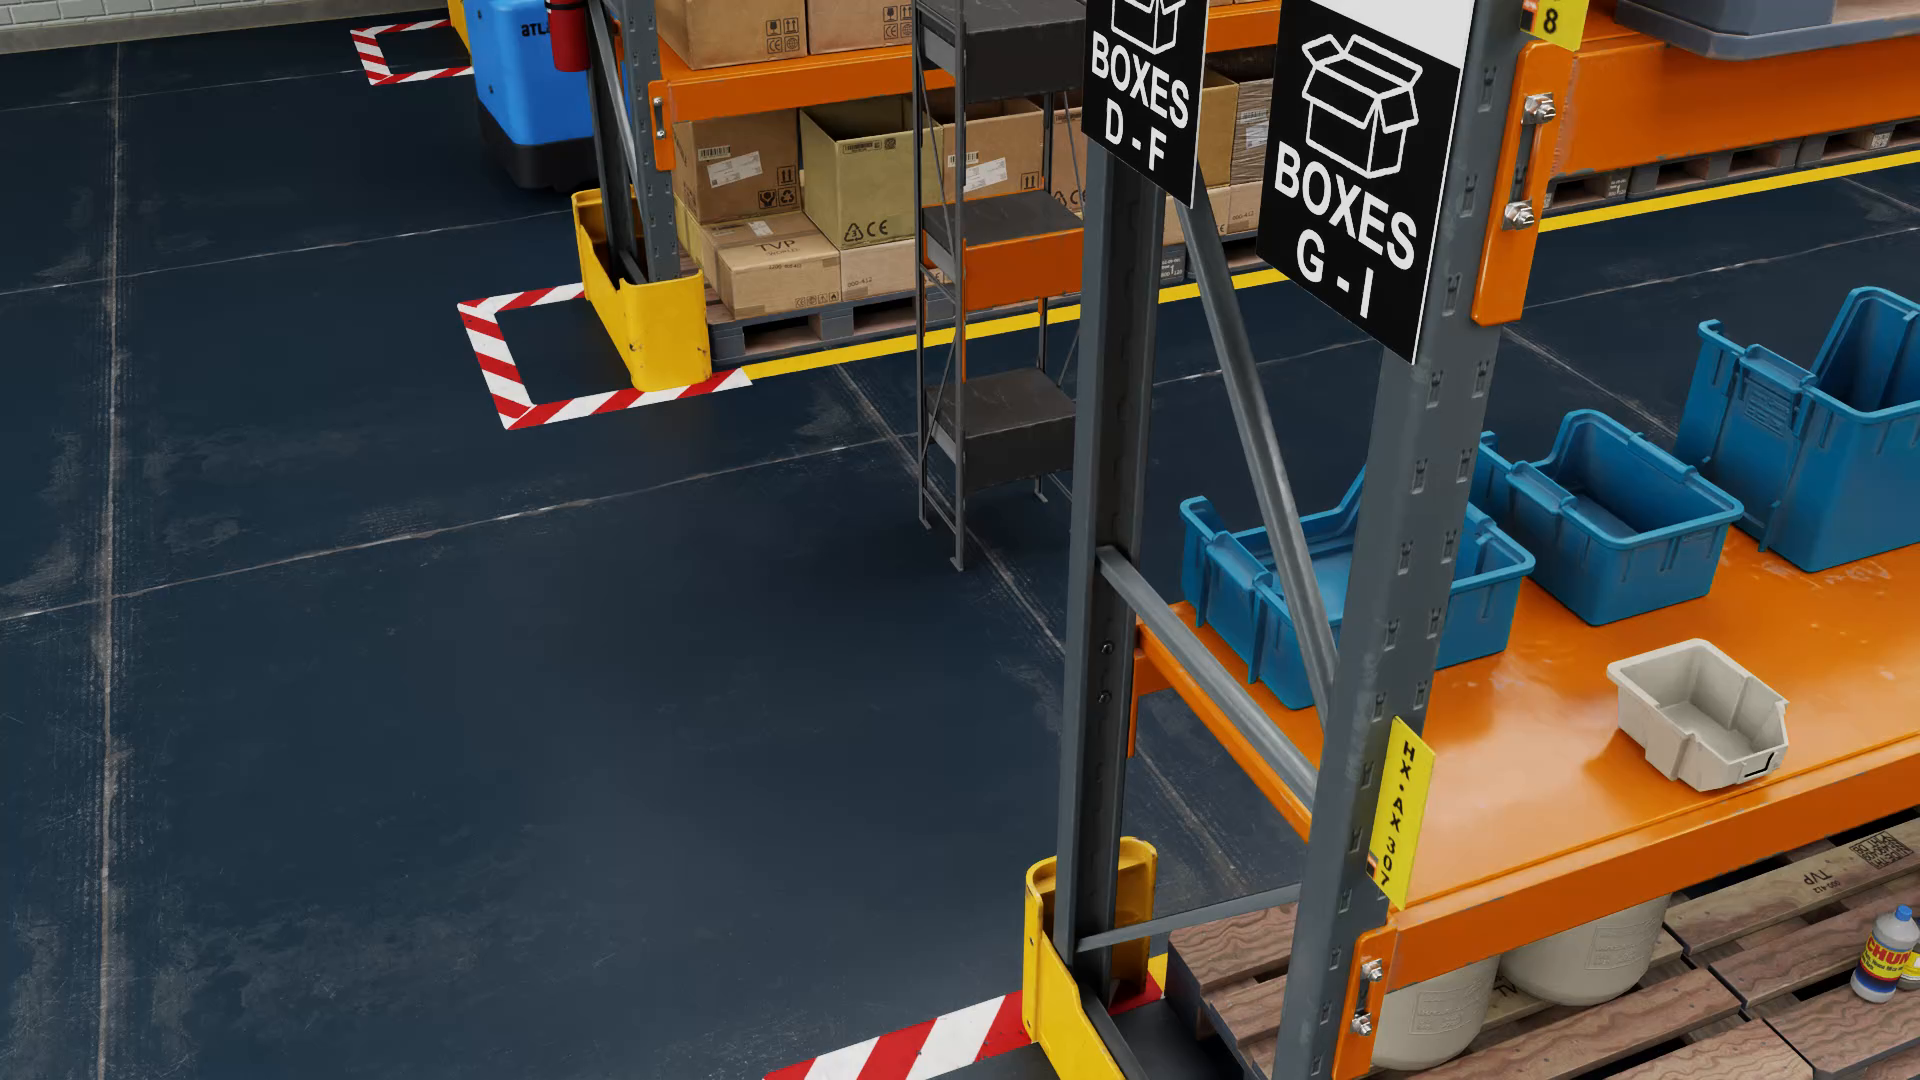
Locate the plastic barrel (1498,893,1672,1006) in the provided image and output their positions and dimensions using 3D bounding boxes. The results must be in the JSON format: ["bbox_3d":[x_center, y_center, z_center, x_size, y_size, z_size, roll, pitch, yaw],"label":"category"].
[{"bbox_3d":[1.513,0.851,4.088,0.421,0.512,0.421,0,33,0],"label":"plastic barrel"}]

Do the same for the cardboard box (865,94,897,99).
[{"bbox_3d":[-0.145,-2.044,8.089,0.500,0.500,0.500,-13,35,-19],"label":"cardboard box"}]

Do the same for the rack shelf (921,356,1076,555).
[{"bbox_3d":[0.153,-0.317,6.120,0.480,0.518,0.431,-13,35,-19],"label":"rack shelf"}]

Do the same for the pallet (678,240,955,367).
[{"bbox_3d":[-0.751,-1.238,7.960,1.213,0.211,1.003,-13,35,-19],"label":"pallet"}]

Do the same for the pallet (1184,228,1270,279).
[{"bbox_3d":[1.499,-1.754,8.751,1.213,0.211,1.003,-13,35,-19],"label":"pallet"}]

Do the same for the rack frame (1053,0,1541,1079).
[{"bbox_3d":[0.474,0.267,3.089,0.127,3.000,1.000,-13,35,-19],"label":"rack frame"}]

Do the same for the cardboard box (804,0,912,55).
[{"bbox_3d":[-0.522,-2.472,7.207,0.500,0.500,0.700,-12,35,-18],"label":"cardboard box"}]

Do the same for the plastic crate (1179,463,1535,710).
[{"bbox_3d":[0.820,0.073,3.523,0.616,0.251,0.499,-13,35,-19],"label":"plastic crate"}]

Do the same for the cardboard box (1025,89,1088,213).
[{"bbox_3d":[0.525,-1.879,7.836,0.500,0.500,0.500,-13,35,-19],"label":"cardboard box"}]

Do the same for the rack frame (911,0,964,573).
[{"bbox_3d":[-0.072,-0.864,5.652,0.015,2.100,0.400,-13,35,-19],"label":"rack frame"}]

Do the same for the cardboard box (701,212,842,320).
[{"bbox_3d":[-0.860,-1.249,7.556,0.500,0.250,0.500,-13,35,-19],"label":"cardboard box"}]

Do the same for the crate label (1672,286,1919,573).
[{"bbox_3d":[2.066,-0.272,3.886,0.616,0.435,0.502,-13,35,-19],"label":"crate label"}]

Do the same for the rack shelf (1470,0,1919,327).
[{"bbox_3d":[2.318,-1.111,3.116,4.000,0.370,1.077,-13,35,-19],"label":"rack shelf"}]

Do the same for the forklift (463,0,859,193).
[{"bbox_3d":[-1.251,-3.681,9.220,3.031,2.935,1.130,-15,36,-22],"label":"forklift"}]

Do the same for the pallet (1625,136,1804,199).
[{"bbox_3d":[4.039,-2.335,9.645,1.213,0.211,1.003,-13,35,-19],"label":"pallet"}]

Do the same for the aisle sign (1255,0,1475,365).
[{"bbox_3d":[0.521,-0.660,2.130,0.004,0.787,0.394,-13,35,-19],"label":"aisle sign"}]

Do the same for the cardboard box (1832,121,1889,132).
[{"bbox_3d":[5.072,-2.593,9.621,0.500,0.250,0.500,-13,35,-19],"label":"cardboard box"}]

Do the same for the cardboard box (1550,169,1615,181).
[{"bbox_3d":[3.188,-2.160,8.956,0.500,0.250,0.500,-12,35,-18],"label":"cardboard box"}]

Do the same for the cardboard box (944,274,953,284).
[{"bbox_3d":[0.061,-1.462,7.883,0.500,0.250,0.500,-13,35,-19],"label":"cardboard box"}]

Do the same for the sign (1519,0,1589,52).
[{"bbox_3d":[0.683,-0.716,1.842,0.005,0.325,0.100,-13,35,-19],"label":"sign"}]

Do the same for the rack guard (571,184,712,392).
[{"bbox_3d":[-1.462,-1.172,7.592,0.348,0.500,1.175,-13,35,-19],"label":"rack guard"}]

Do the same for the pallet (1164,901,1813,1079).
[{"bbox_3d":[1.277,1.227,4.170,1.213,0.211,1.003,-13,35,-19],"label":"pallet"}]

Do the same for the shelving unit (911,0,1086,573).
[{"bbox_3d":[0.153,-0.915,5.731,0.503,2.100,0.431,-13,35,-19],"label":"shelving unit"}]

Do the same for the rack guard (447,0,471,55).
[{"bbox_3d":[-3.291,-3.683,11.452,0.348,0.500,1.175,-13,35,-19],"label":"rack guard"}]

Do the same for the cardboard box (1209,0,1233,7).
[{"bbox_3d":[0.893,-2.796,7.704,0.500,0.500,0.700,-12,35,-18],"label":"cardboard box"}]

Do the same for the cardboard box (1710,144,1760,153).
[{"bbox_3d":[4.134,-2.378,9.291,0.500,0.250,0.500,-12,35,-18],"label":"cardboard box"}]

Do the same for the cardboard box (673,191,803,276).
[{"bbox_3d":[-1.060,-1.510,7.956,0.500,0.250,0.500,-13,35,-19],"label":"cardboard box"}]

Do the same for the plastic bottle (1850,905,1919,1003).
[{"bbox_3d":[2.266,1.000,4.061,0.097,0.271,0.097,0,33,0],"label":"plastic bottle"}]

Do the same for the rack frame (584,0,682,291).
[{"bbox_3d":[-1.440,-2.225,6.919,0.127,3.000,1.000,-13,35,-19],"label":"rack frame"}]

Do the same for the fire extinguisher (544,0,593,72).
[{"bbox_3d":[-1.729,-2.401,7.260,0.183,0.674,0.296,-13,35,-19],"label":"fire extinguisher"}]

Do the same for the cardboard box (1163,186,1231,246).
[{"bbox_3d":[0.985,-1.671,8.204,0.500,0.250,0.500,-13,35,-19],"label":"cardboard box"}]

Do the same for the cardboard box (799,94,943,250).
[{"bbox_3d":[-0.399,-1.670,7.515,0.500,0.500,0.500,-13,35,-19],"label":"cardboard box"}]

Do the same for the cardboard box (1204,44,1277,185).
[{"bbox_3d":[1.440,-2.099,8.175,0.500,0.500,0.500,-13,35,-19],"label":"cardboard box"}]
